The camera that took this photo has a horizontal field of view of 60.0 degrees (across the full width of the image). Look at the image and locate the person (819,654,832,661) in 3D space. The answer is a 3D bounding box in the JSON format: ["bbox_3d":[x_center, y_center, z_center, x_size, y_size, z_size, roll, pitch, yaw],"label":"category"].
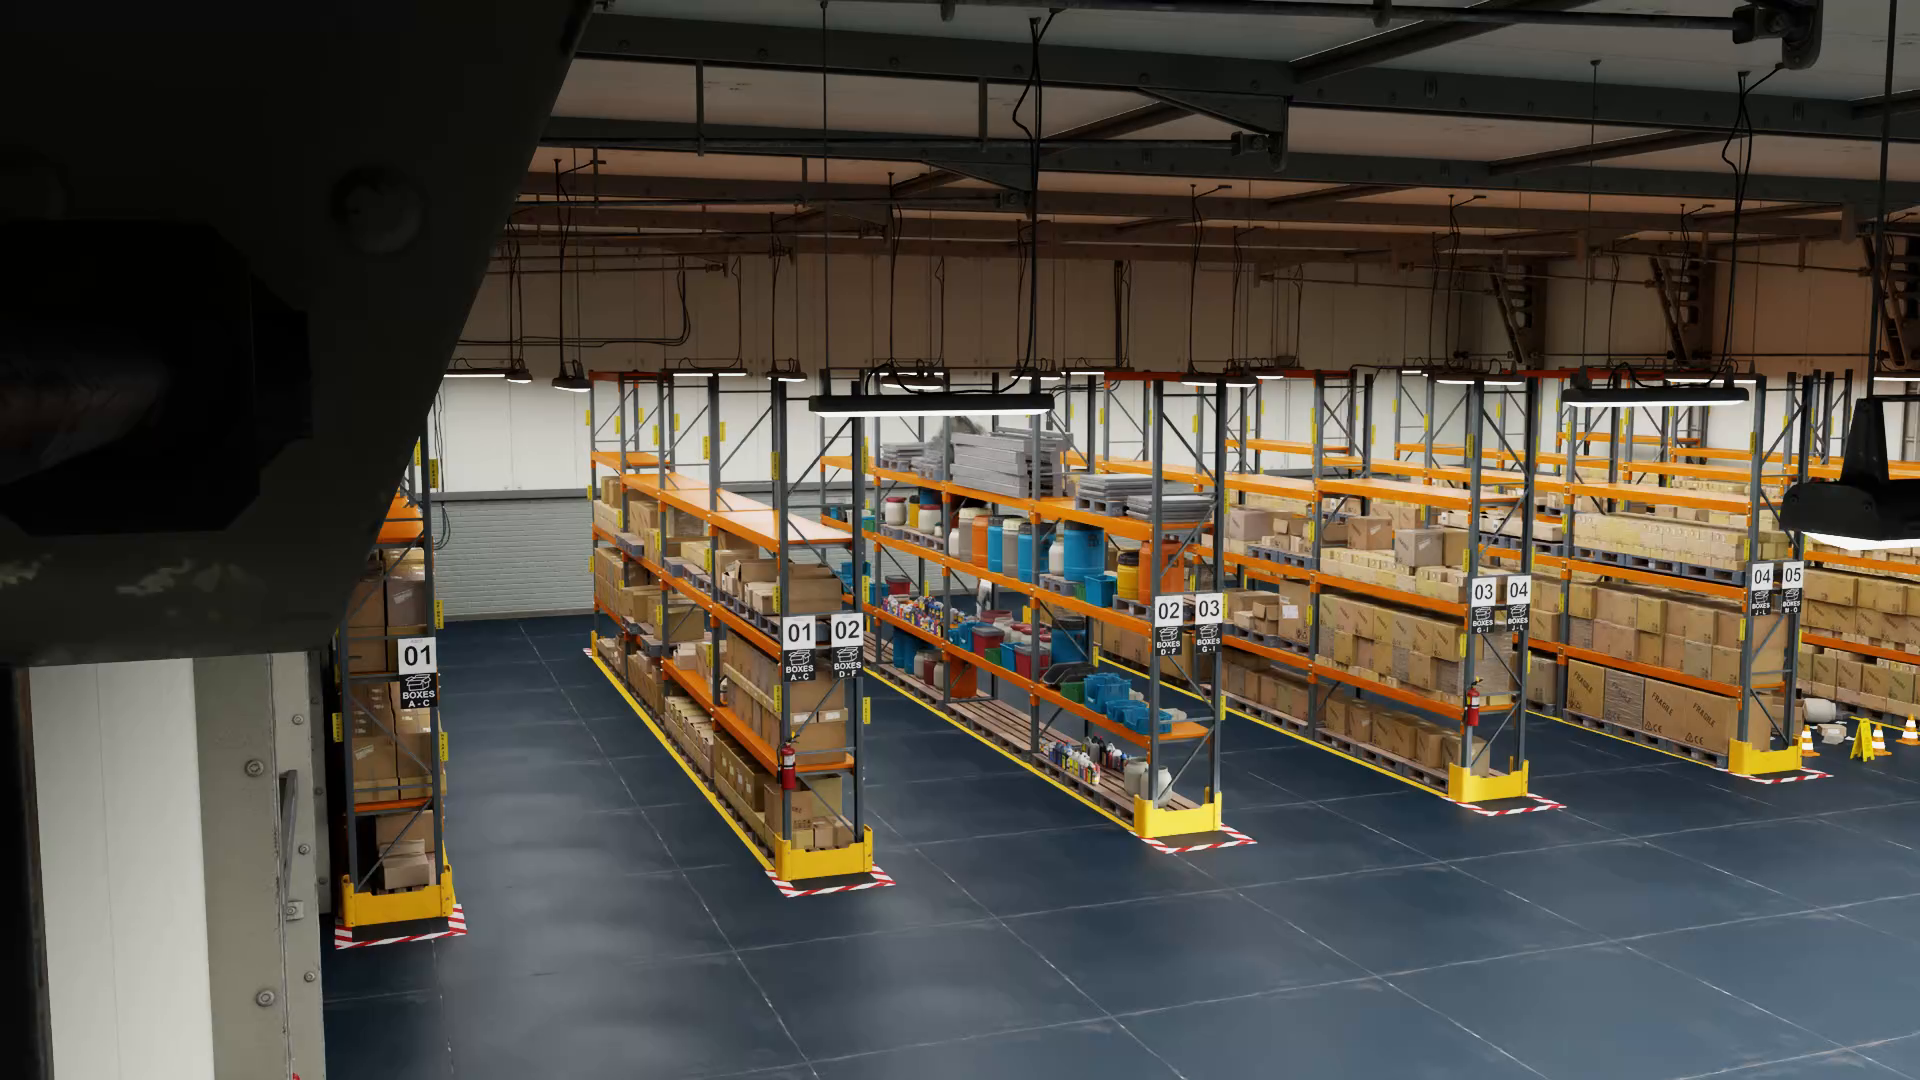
[{"bbox_3d":[-2.660,1.820,32.796,0.680,1.748,0.567,-1,6,-10],"label":"person"}]

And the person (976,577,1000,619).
[{"bbox_3d":[0.631,1.152,39.152,0.621,1.624,0.471,-1,7,-12],"label":"person"}]
